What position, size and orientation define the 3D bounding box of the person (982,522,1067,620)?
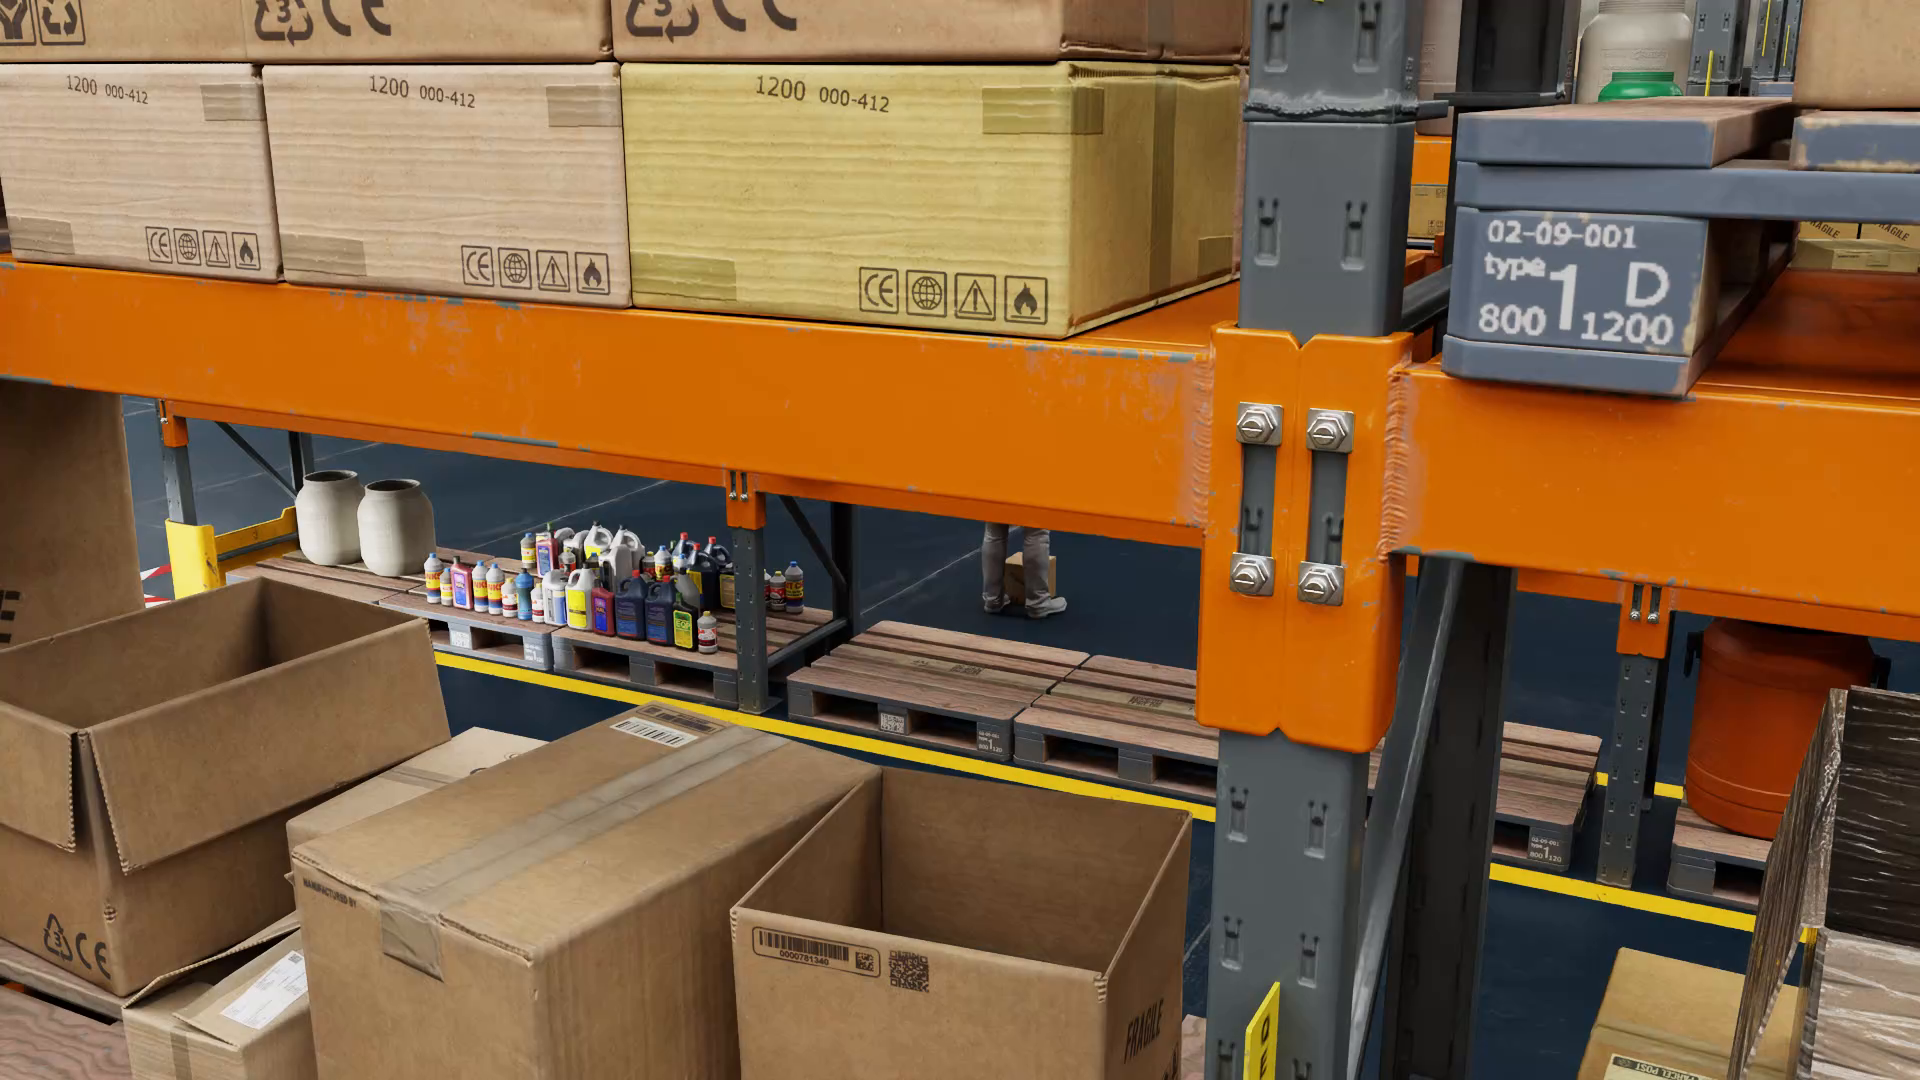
[{"bbox_3d":[0.312,-0.436,9.548,0.633,1.759,0.462,7,17,22],"label":"person"}]
